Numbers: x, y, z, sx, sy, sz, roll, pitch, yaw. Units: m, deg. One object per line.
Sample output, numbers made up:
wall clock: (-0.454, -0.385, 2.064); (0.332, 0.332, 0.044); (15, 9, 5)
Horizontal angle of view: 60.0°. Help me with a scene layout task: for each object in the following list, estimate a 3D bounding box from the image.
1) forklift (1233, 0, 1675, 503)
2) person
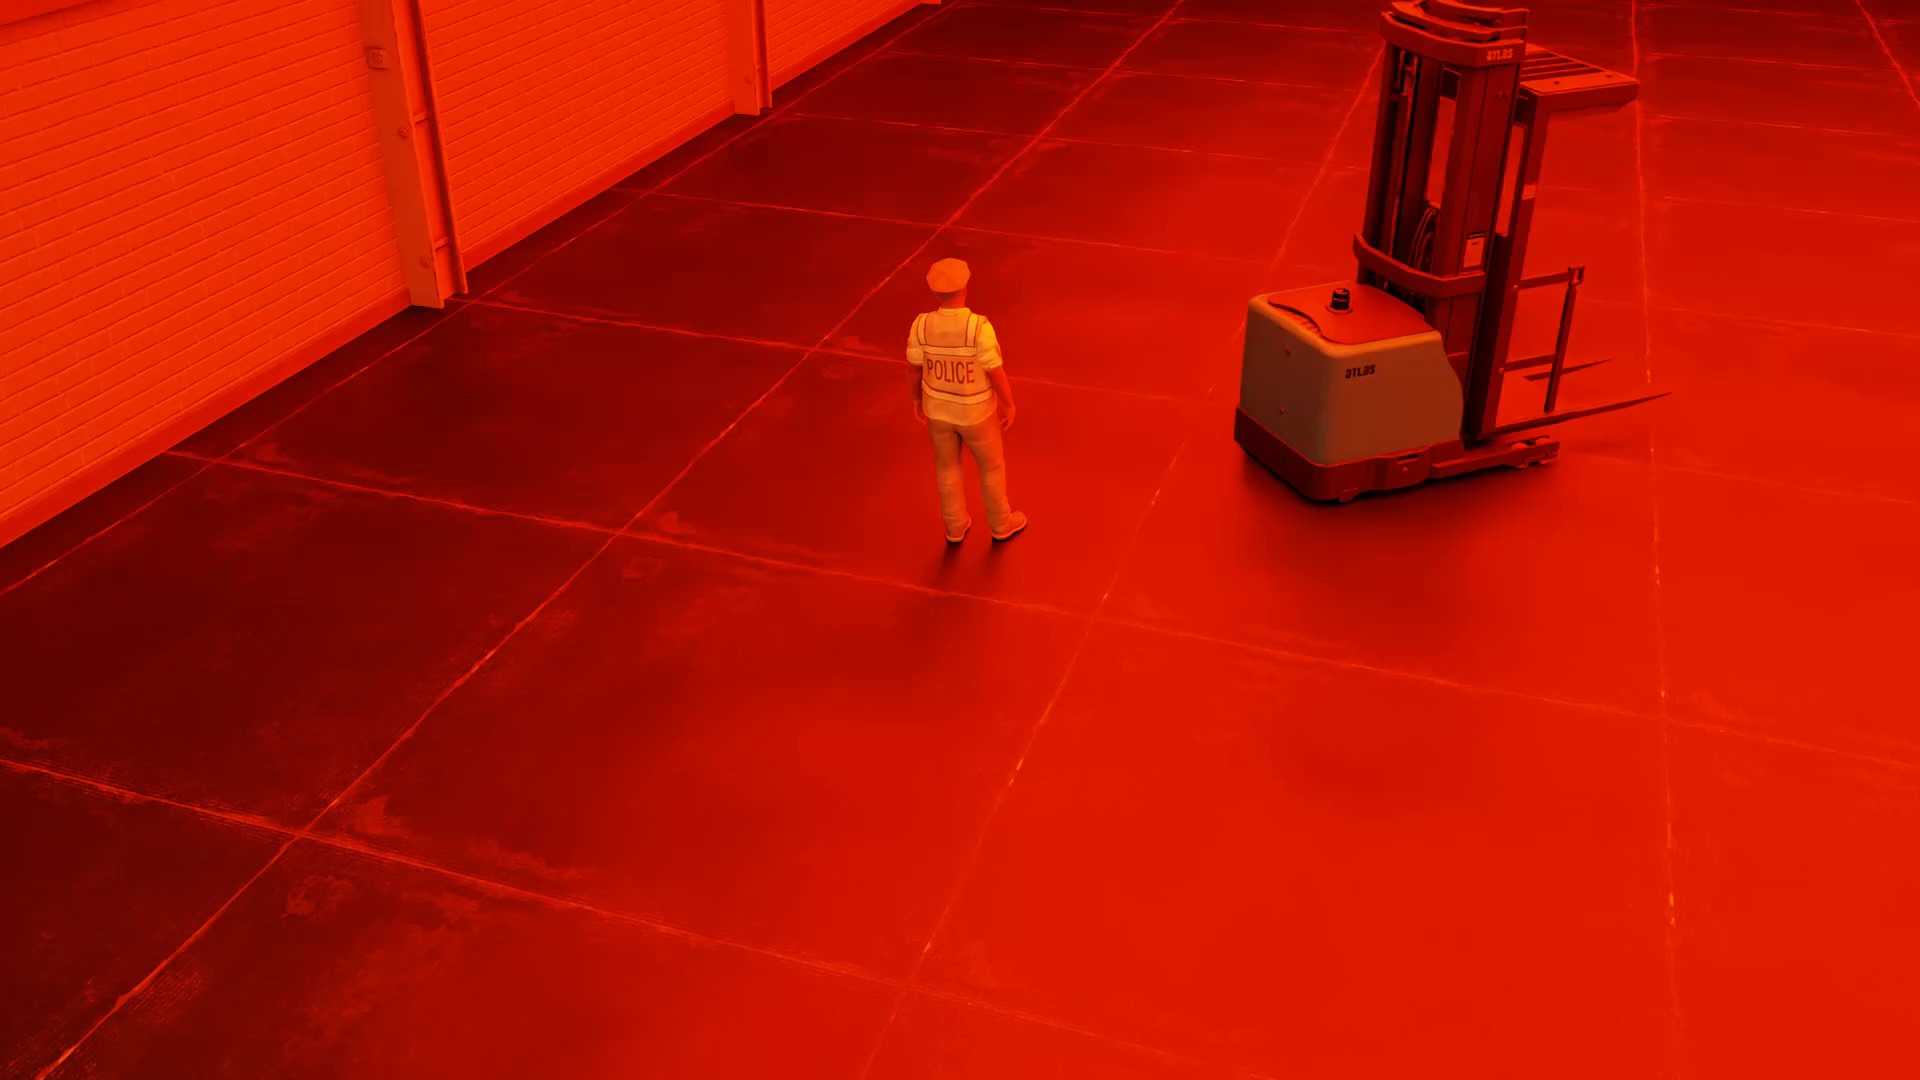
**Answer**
forklift: (3.400, -1.971, 10.595); (3.031, 2.935, 1.130); (-12, 32, -20)
person: (0.036, -0.816, 9.712); (0.641, 1.781, 0.574); (10, 31, 16)
